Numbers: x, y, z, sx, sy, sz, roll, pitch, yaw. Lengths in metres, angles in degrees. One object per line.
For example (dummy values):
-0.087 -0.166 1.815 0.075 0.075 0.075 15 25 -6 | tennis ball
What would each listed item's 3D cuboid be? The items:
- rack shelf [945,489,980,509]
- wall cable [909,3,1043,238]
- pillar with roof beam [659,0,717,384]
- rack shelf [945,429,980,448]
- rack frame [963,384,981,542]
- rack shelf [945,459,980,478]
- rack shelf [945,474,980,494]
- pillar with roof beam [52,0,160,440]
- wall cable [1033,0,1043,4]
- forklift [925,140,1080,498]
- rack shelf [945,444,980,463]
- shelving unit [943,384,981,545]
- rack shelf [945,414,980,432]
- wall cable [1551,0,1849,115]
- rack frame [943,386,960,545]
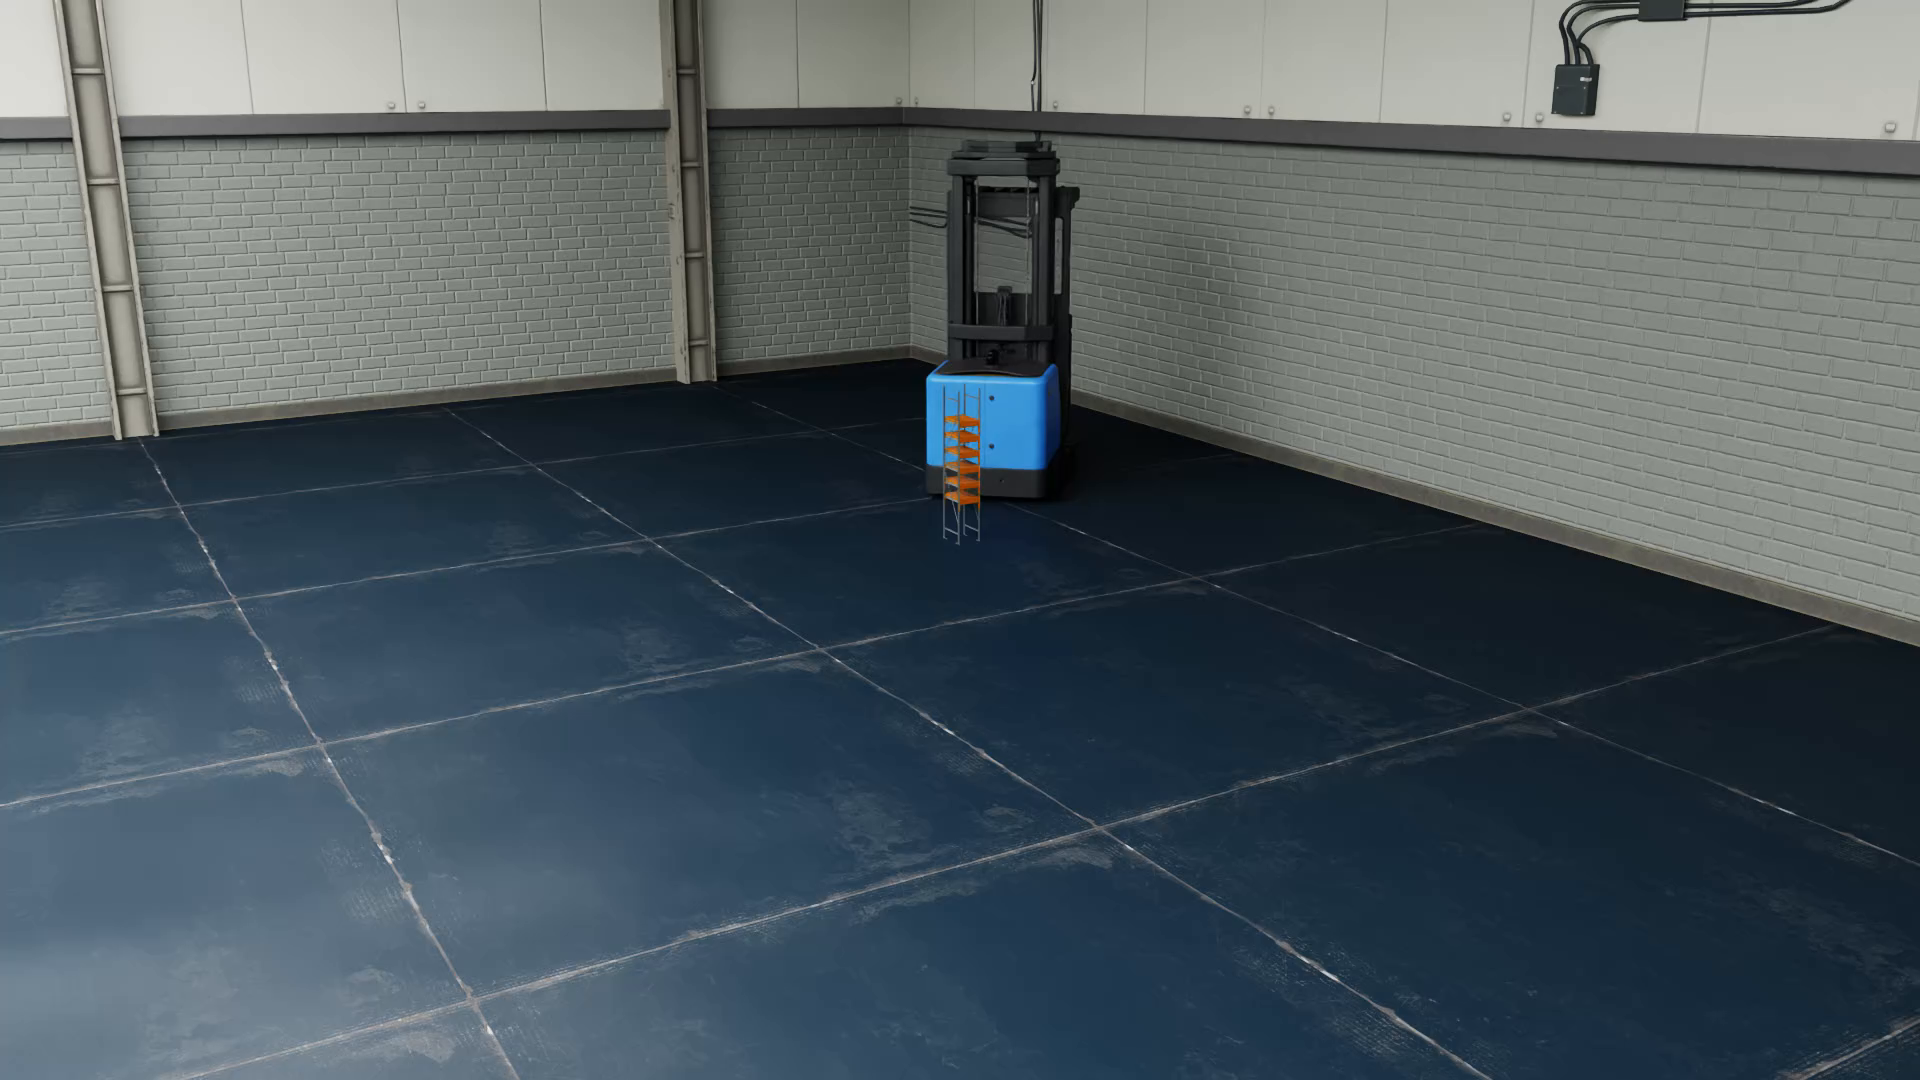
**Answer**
0.012 -0.306 12.832 0.180 0.103 0.258 -9 18 -30 | rack shelf
0.098 -4.827 19.211 0.112 2.526 3.097 -9 18 -30 | wall cable
-0.891 -5.223 14.869 0.400 9.000 9.100 -9 18 -30 | pillar with roof beam
0.012 -0.768 12.702 0.180 0.103 0.258 -9 18 -30 | rack shelf
0.091 -0.592 12.800 0.006 1.200 0.240 -9 18 -30 | rack frame
0.012 -0.537 12.767 0.180 0.103 0.258 -9 18 -30 | rack shelf
0.012 -0.421 12.799 0.180 0.103 0.258 -9 18 -30 | rack shelf
-6.034 -4.389 11.893 0.400 9.000 9.100 -9 18 -30 | pillar with roof beam
1.491 -6.633 16.296 0.112 2.526 3.097 -9 18 -30 | wall cable
0.473 -2.114 15.022 1.130 2.935 3.031 3 16 10 | forklift
0.012 -0.653 12.735 0.180 0.103 0.258 -9 18 -30 | rack shelf
0.012 -0.580 12.755 0.189 1.200 0.258 -9 18 -30 | shelving unit
0.012 -0.884 12.670 0.180 0.103 0.258 -9 18 -30 | rack shelf
4.973 -5.761 10.489 0.169 6.003 2.305 -9 18 -30 | wall cable
-0.066 -0.567 12.710 0.006 1.200 0.240 -9 18 -30 | rack frame
